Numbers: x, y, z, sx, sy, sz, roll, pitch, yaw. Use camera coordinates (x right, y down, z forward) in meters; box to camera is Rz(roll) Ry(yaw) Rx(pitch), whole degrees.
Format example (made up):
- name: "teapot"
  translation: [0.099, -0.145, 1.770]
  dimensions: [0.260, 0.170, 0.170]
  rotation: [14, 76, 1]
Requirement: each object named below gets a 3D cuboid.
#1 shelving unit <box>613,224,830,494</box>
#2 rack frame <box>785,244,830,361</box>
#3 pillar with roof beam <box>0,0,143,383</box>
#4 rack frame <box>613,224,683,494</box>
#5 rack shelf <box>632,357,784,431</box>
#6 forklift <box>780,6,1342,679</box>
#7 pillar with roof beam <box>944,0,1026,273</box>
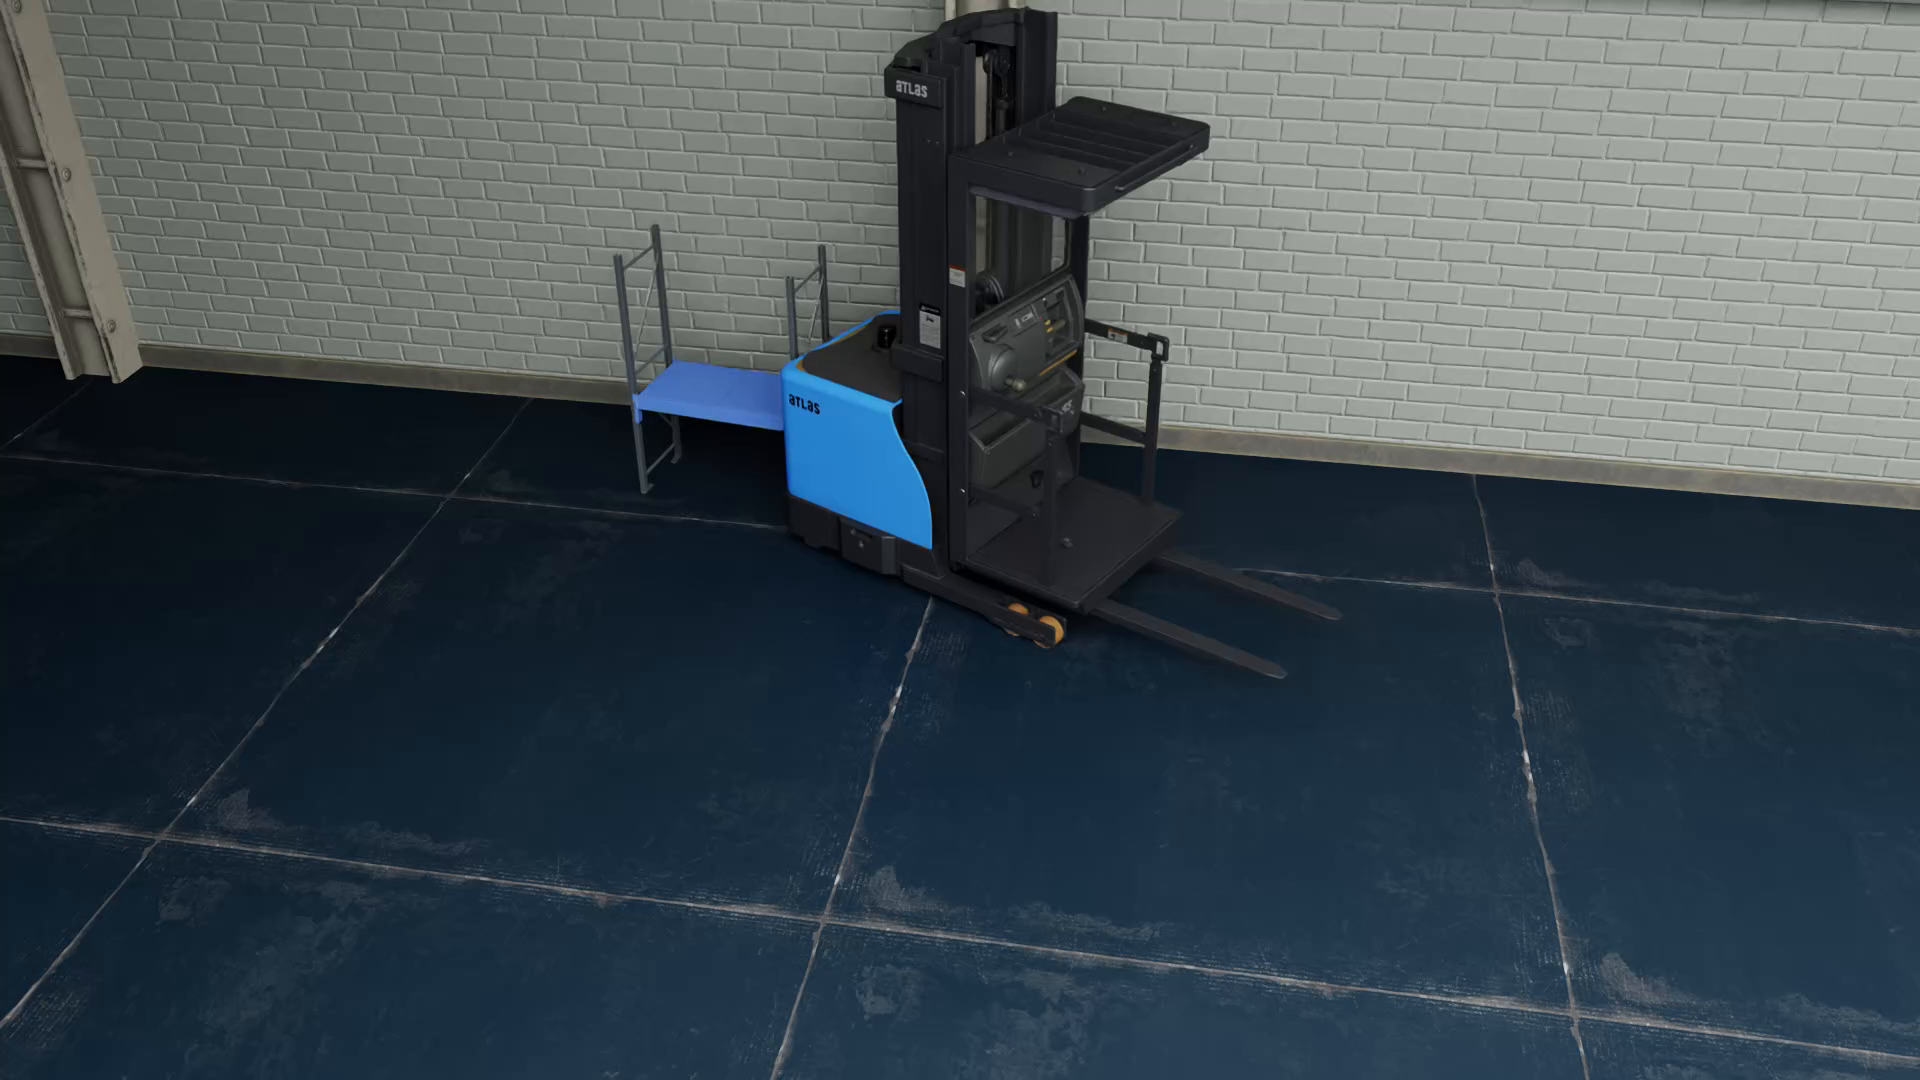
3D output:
- name: "shelving unit"
  translation: [-1.319, -0.956, 9.537]
  dimensions: [1.048, 1.500, 0.538]
  rotation: [10, 33, 15]
- name: "rack frame"
  translation: [-0.835, -0.874, 9.406]
  dimensions: [0.032, 1.500, 0.500]
  rotation: [10, 33, 15]
- name: "pillar with roof beam"
  translation: [-6.501, -2.705, 5.264]
  dimensions: [0.400, 9.000, 9.100]
  rotation: [5, 32, 8]
- name: "rack frame"
  translation: [-1.804, -1.038, 9.668]
  dimensions: [0.032, 1.500, 0.500]
  rotation: [10, 33, 15]
- name: "rack shelf"
  translation: [-1.319, -0.803, 9.633]
  dimensions: [1.000, 0.185, 0.538]
  rotation: [10, 33, 15]
- name: "forklift"
  translation: [0.513, -1.006, 8.268]
  dimensions: [3.031, 2.935, 1.130]
  rotation: [21, 38, 30]
- name: "pillar with roof beam"
  translation: [-0.586, -2.169, 4.408]
  dimensions: [0.400, 9.000, 9.100]
  rotation: [5, 32, 8]
